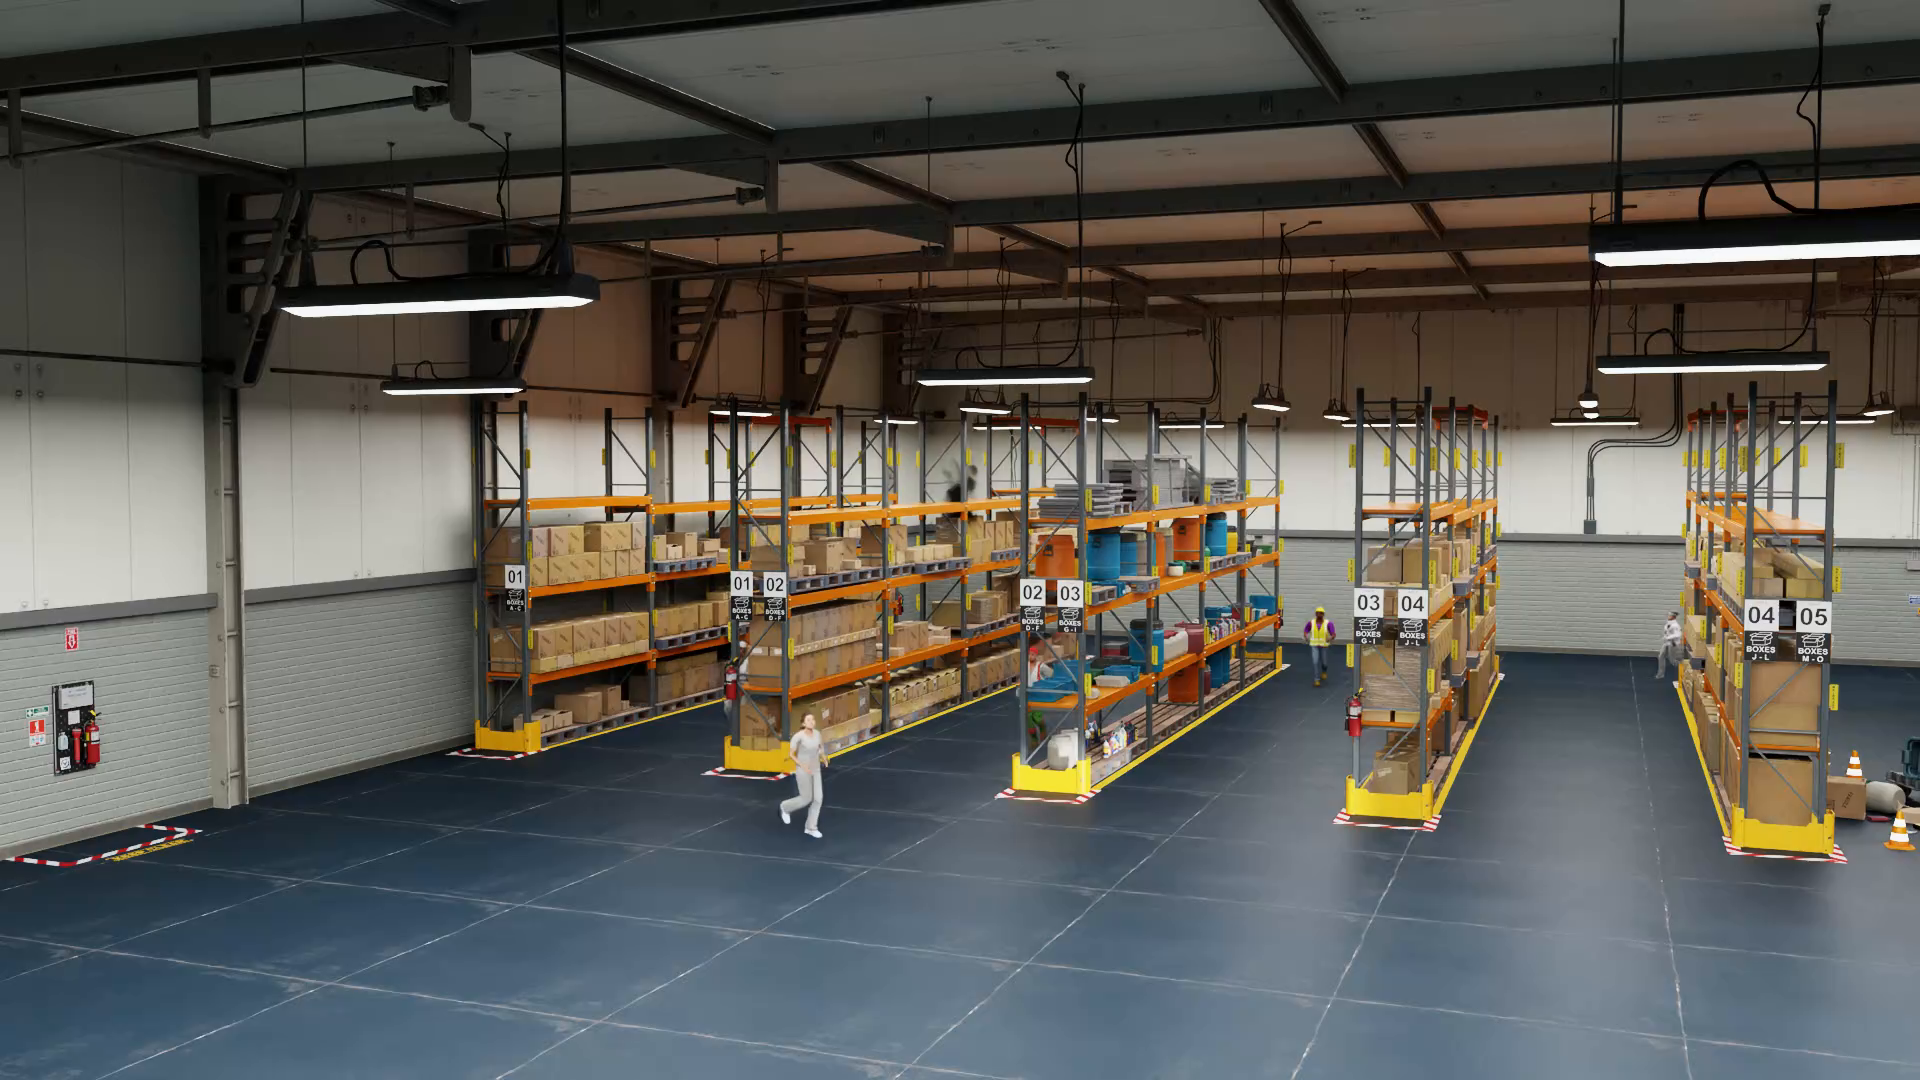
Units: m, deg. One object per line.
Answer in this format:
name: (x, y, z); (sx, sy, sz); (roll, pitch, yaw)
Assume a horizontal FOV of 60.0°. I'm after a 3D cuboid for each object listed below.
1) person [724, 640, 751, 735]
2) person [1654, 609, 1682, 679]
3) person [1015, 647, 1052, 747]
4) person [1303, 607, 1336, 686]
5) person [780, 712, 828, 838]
person: (-3.918, 2.685, 29.514); (0.655, 1.807, 0.729); (1, 3, 18)
person: (16.192, 2.392, 37.657); (0.776, 1.676, 0.725); (0, 3, 4)
person: (1.279, 2.722, 28.910); (0.636, 1.741, 0.586); (1, 3, 24)
person: (7.946, 2.348, 36.826); (0.700, 1.729, 0.770); (1, 3, 15)
person: (-2.059, 3.110, 22.249); (0.572, 1.652, 0.722); (-2, 4, -42)
